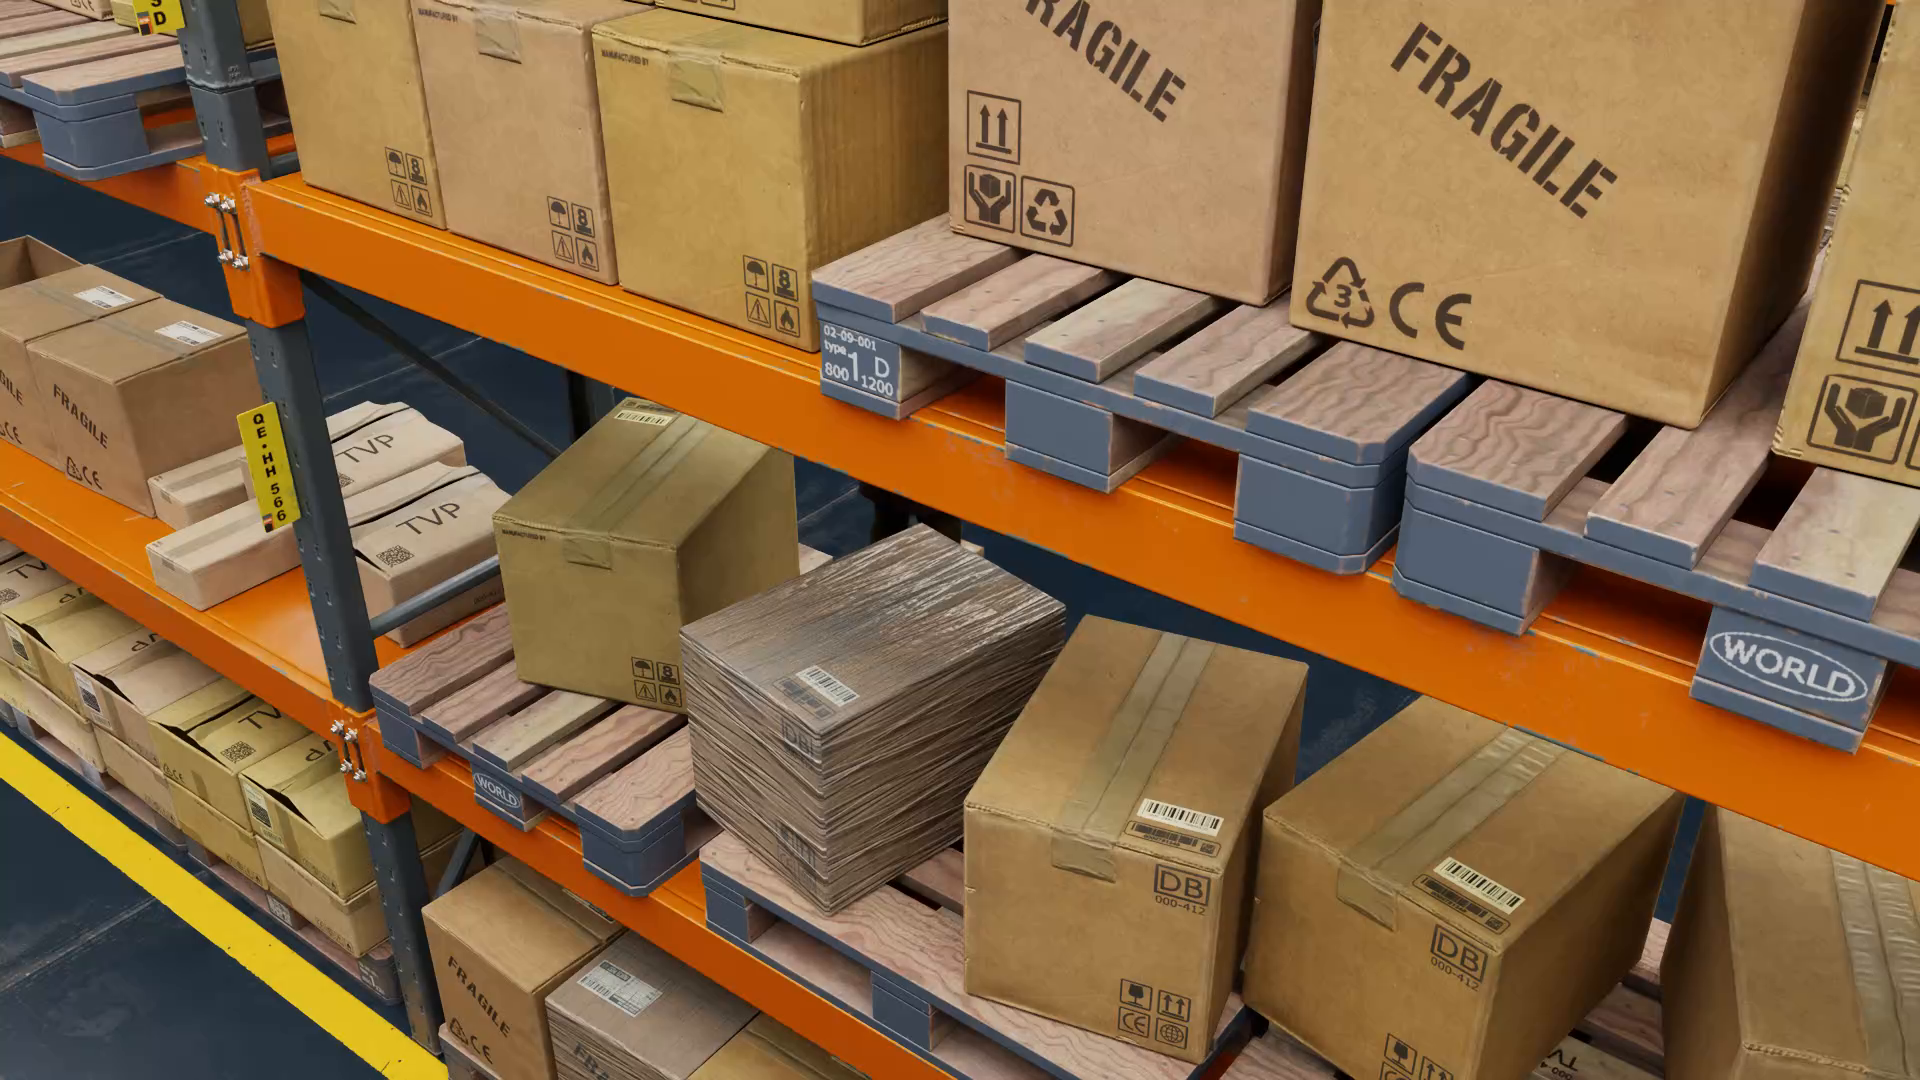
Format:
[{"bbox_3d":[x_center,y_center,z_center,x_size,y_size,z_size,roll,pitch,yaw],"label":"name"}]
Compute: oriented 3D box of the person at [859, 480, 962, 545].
[{"bbox_3d":[-0.213,-0.400,6.826,0.635,1.772,0.427,19,36,30],"label":"person"}]
